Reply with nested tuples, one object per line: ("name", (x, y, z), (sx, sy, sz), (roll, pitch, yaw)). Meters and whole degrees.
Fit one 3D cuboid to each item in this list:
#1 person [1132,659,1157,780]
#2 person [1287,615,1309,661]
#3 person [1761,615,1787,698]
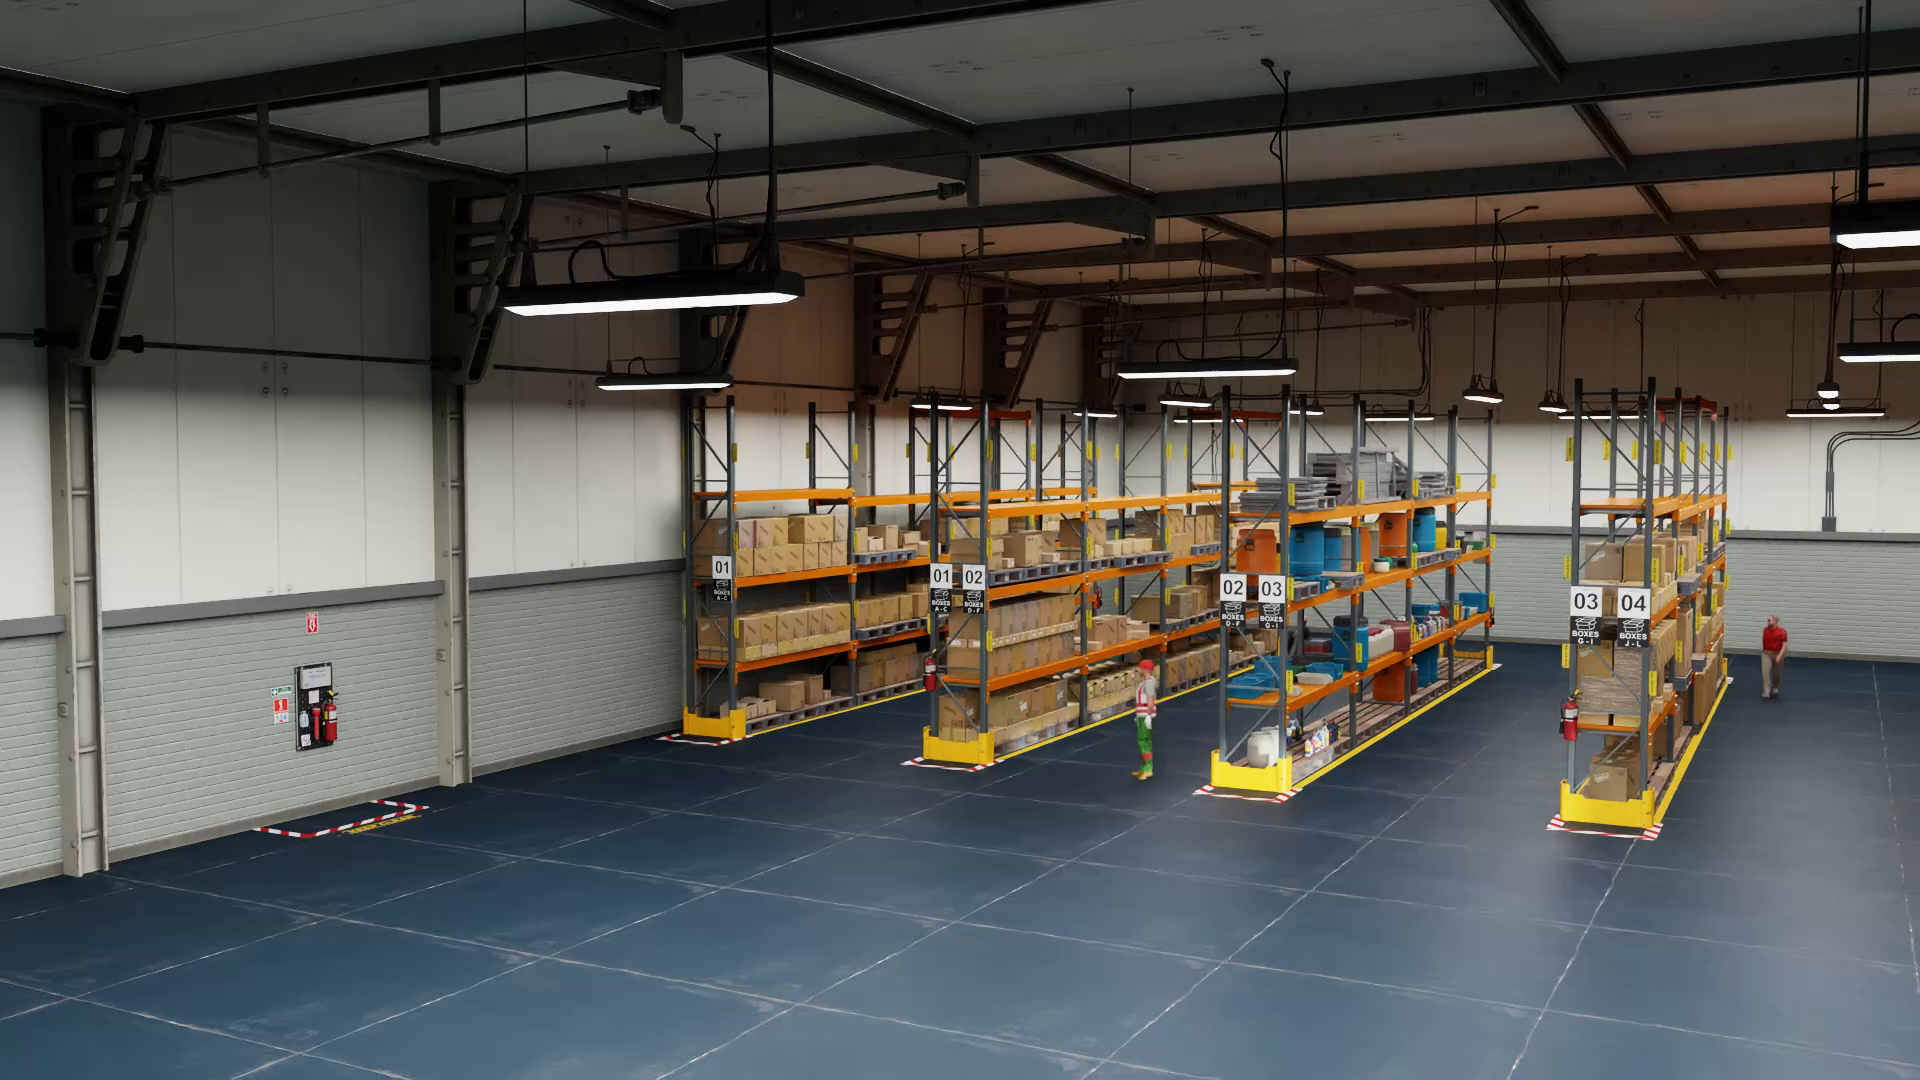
("person", (2.848, 2.763, 25.687), (0.375, 1.830, 0.618), (0, 3, 4))
("person", (6.819, 2.371, 33.776), (0.502, 1.714, 0.599), (3, 4, 43))
("person", (16.574, 2.367, 33.860), (0.474, 1.671, 1.060), (1, 3, 25))
